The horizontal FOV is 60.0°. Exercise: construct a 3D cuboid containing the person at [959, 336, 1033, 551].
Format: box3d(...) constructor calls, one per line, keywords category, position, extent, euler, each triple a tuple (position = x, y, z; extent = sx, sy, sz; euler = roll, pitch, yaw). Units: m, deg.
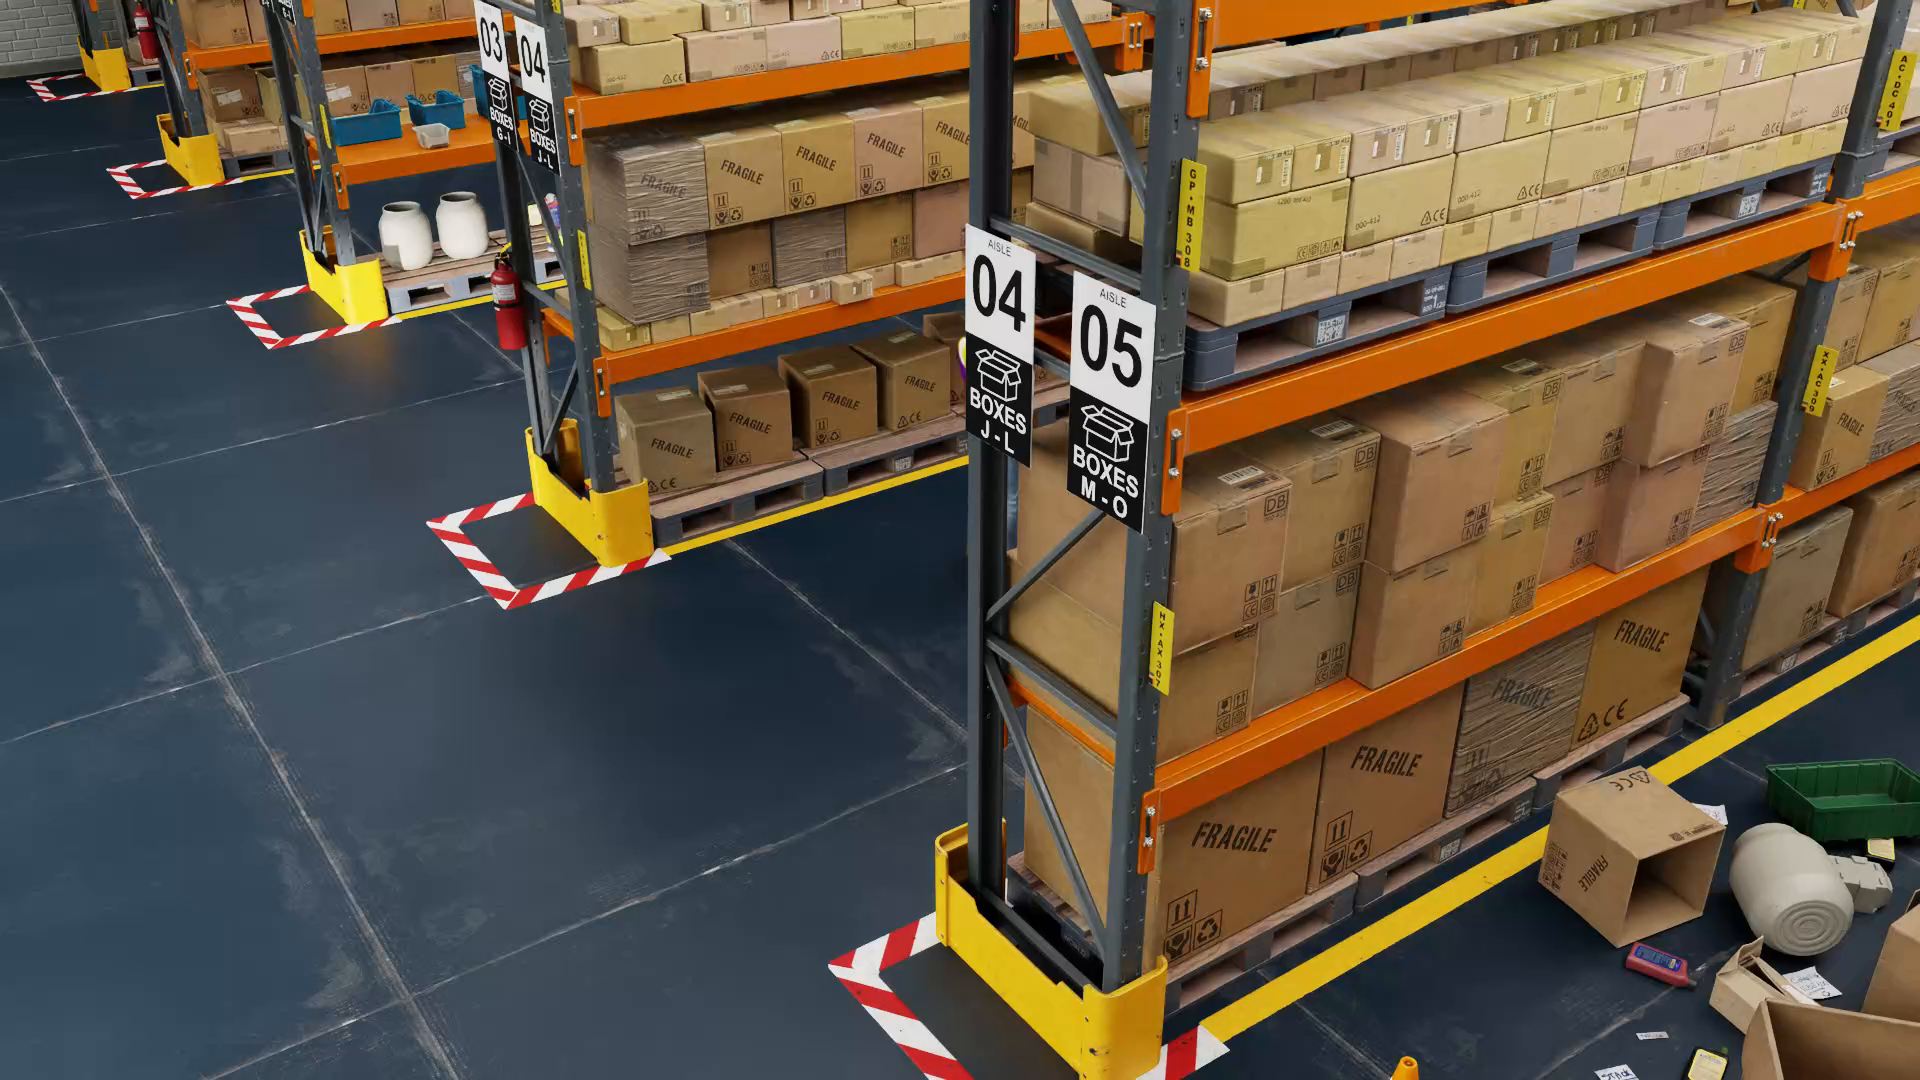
box3d(category="person", position=(0.241, -0.616, 9.767), extent=(0.409, 1.738, 0.581), euler=(-18, 33, -30))
